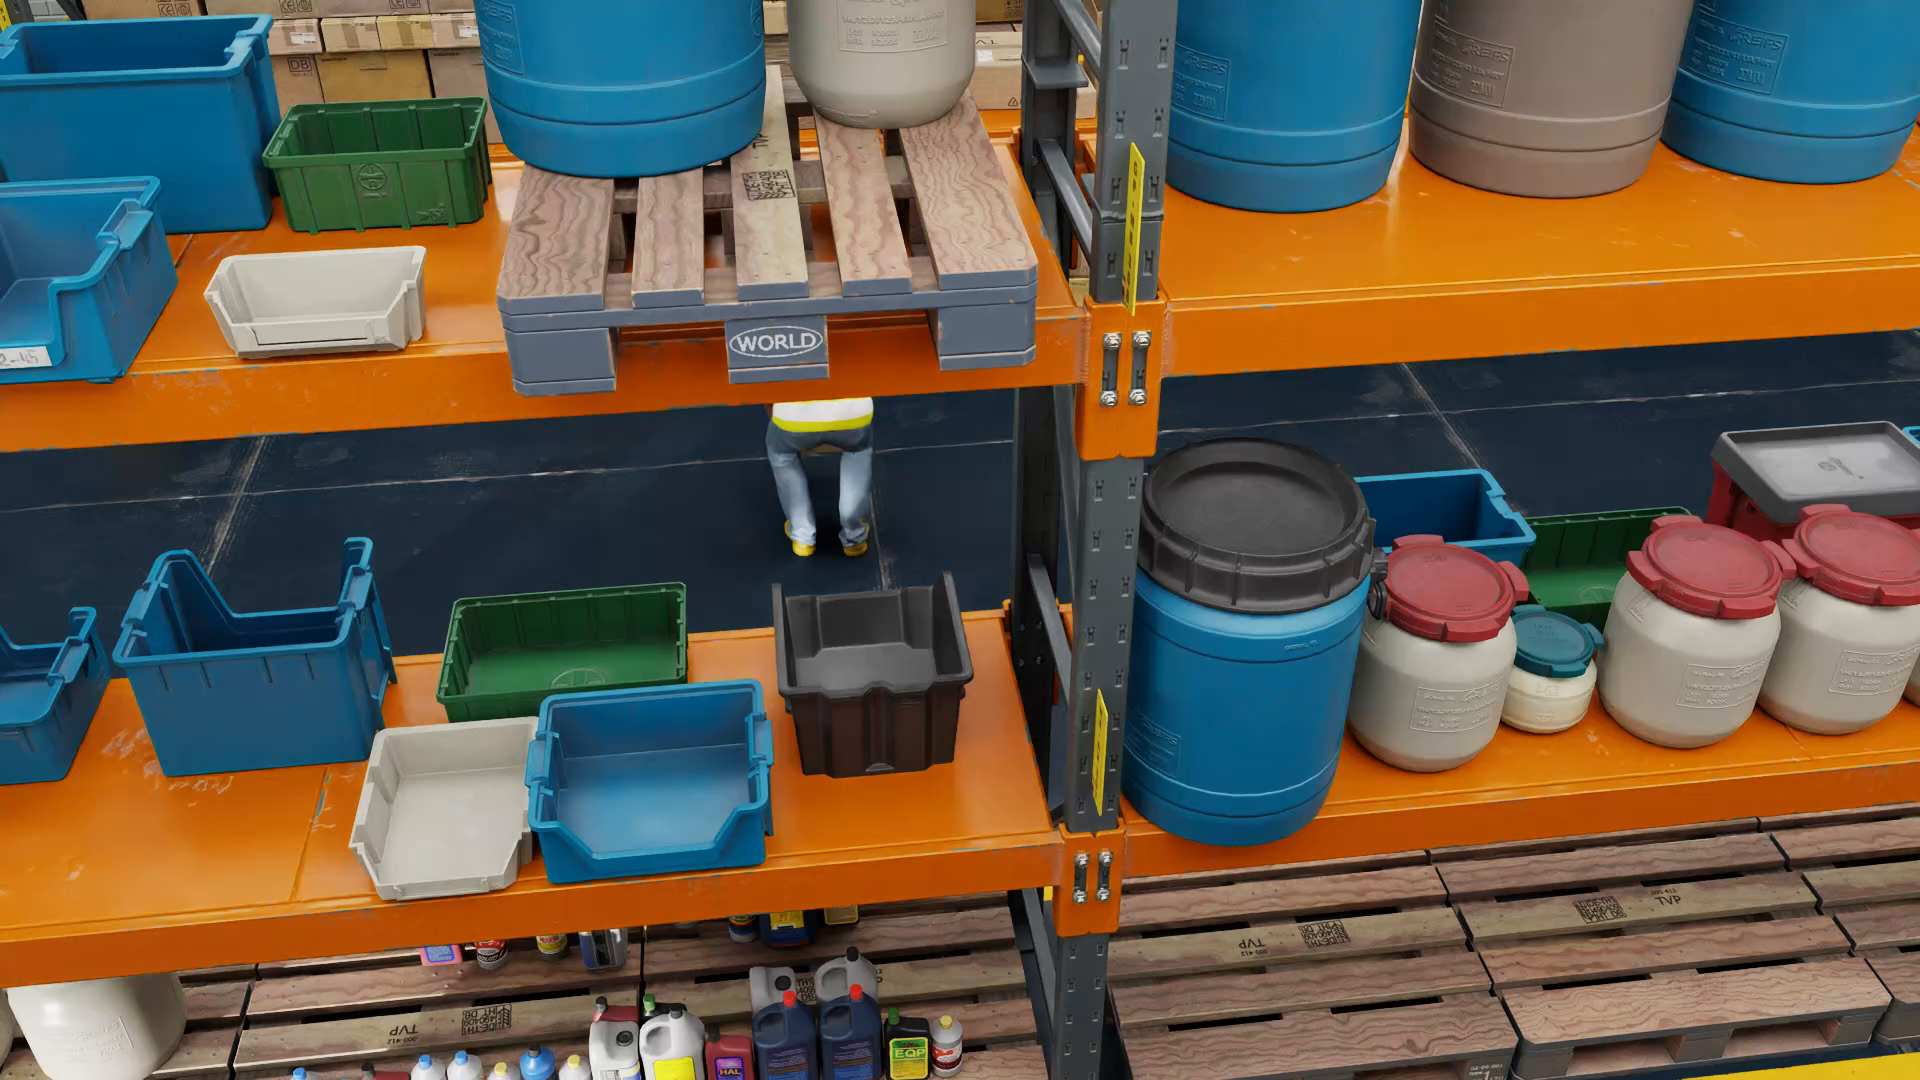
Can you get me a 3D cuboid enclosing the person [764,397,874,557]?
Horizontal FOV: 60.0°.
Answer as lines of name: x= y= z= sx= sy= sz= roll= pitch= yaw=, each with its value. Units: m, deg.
person: x=-0.659 y=-0.542 z=7.490 sx=0.515 sy=1.105 sz=0.963 roll=-6 pitch=35 yaw=-9
